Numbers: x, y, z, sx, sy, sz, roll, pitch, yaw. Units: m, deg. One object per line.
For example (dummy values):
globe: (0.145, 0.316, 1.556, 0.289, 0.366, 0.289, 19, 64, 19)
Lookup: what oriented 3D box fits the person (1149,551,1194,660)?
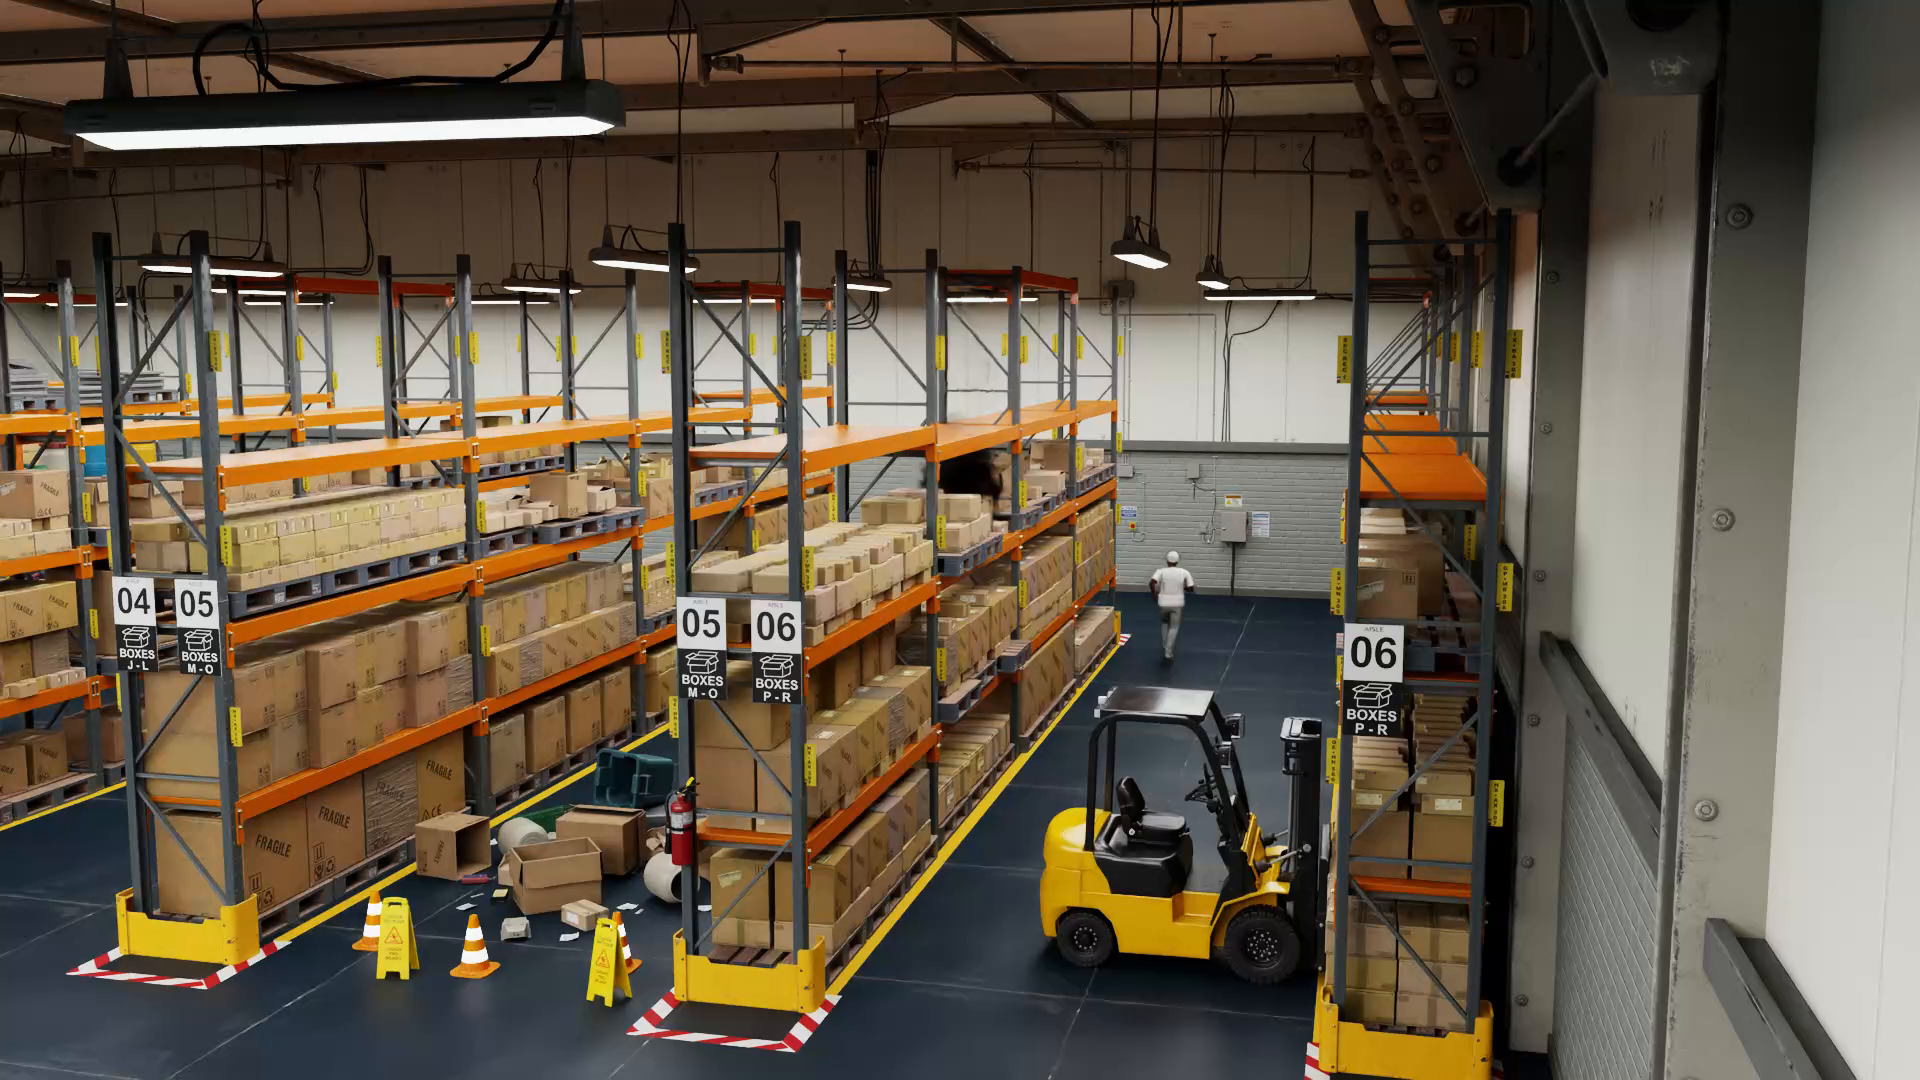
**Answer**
person: (3.366, 1.095, 26.403, 0.667, 1.821, 0.848, 2, 7, 16)
